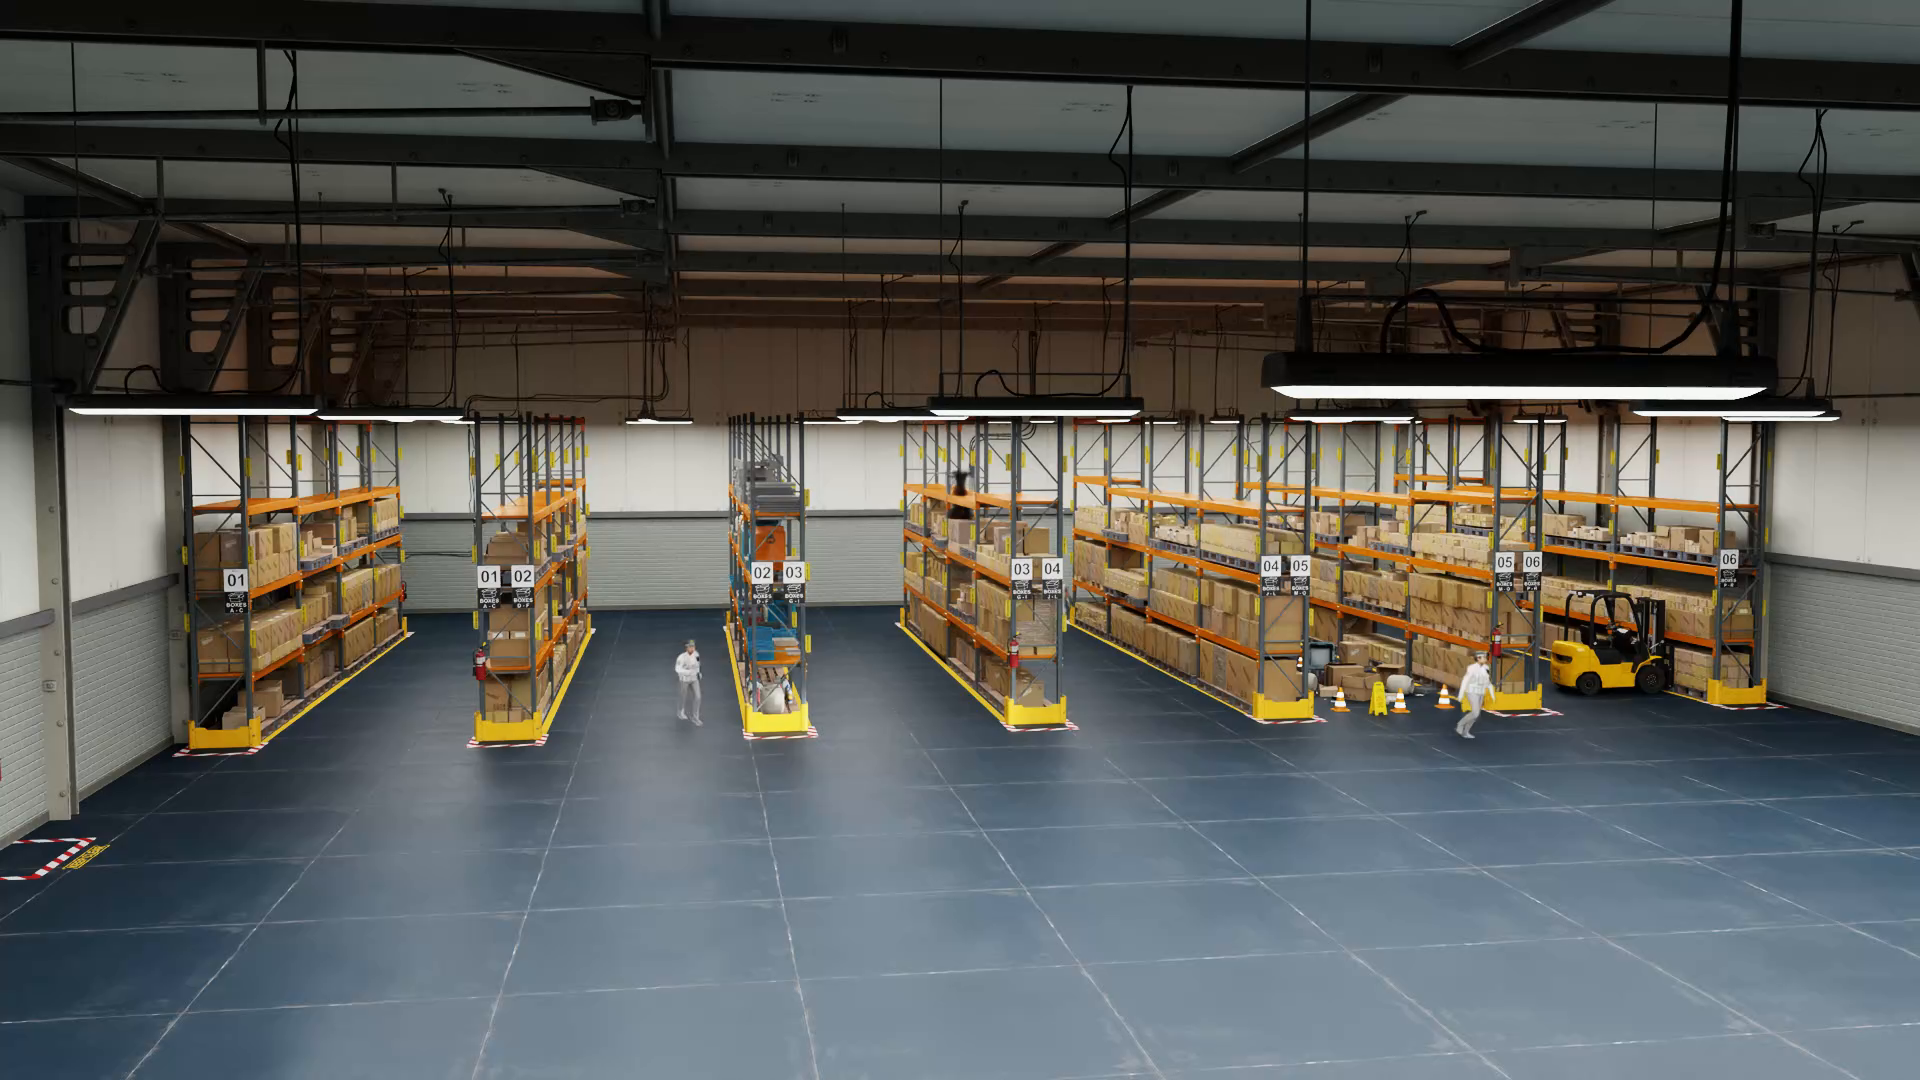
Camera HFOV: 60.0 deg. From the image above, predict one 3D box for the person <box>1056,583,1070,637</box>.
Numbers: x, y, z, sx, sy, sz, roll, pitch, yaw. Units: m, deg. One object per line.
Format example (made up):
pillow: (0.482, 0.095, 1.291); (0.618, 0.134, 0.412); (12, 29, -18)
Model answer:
person: (2.678, 1.767, 45.074); (0.650, 1.766, 0.771); (-1, 4, -7)

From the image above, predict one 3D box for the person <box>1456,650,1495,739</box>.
person: (9.454, 2.827, 30.491); (0.603, 1.651, 0.542); (-2, 5, -31)

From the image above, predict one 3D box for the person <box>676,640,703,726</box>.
person: (-5.239, 2.728, 32.007); (0.597, 1.674, 0.905); (-2, 4, -30)
